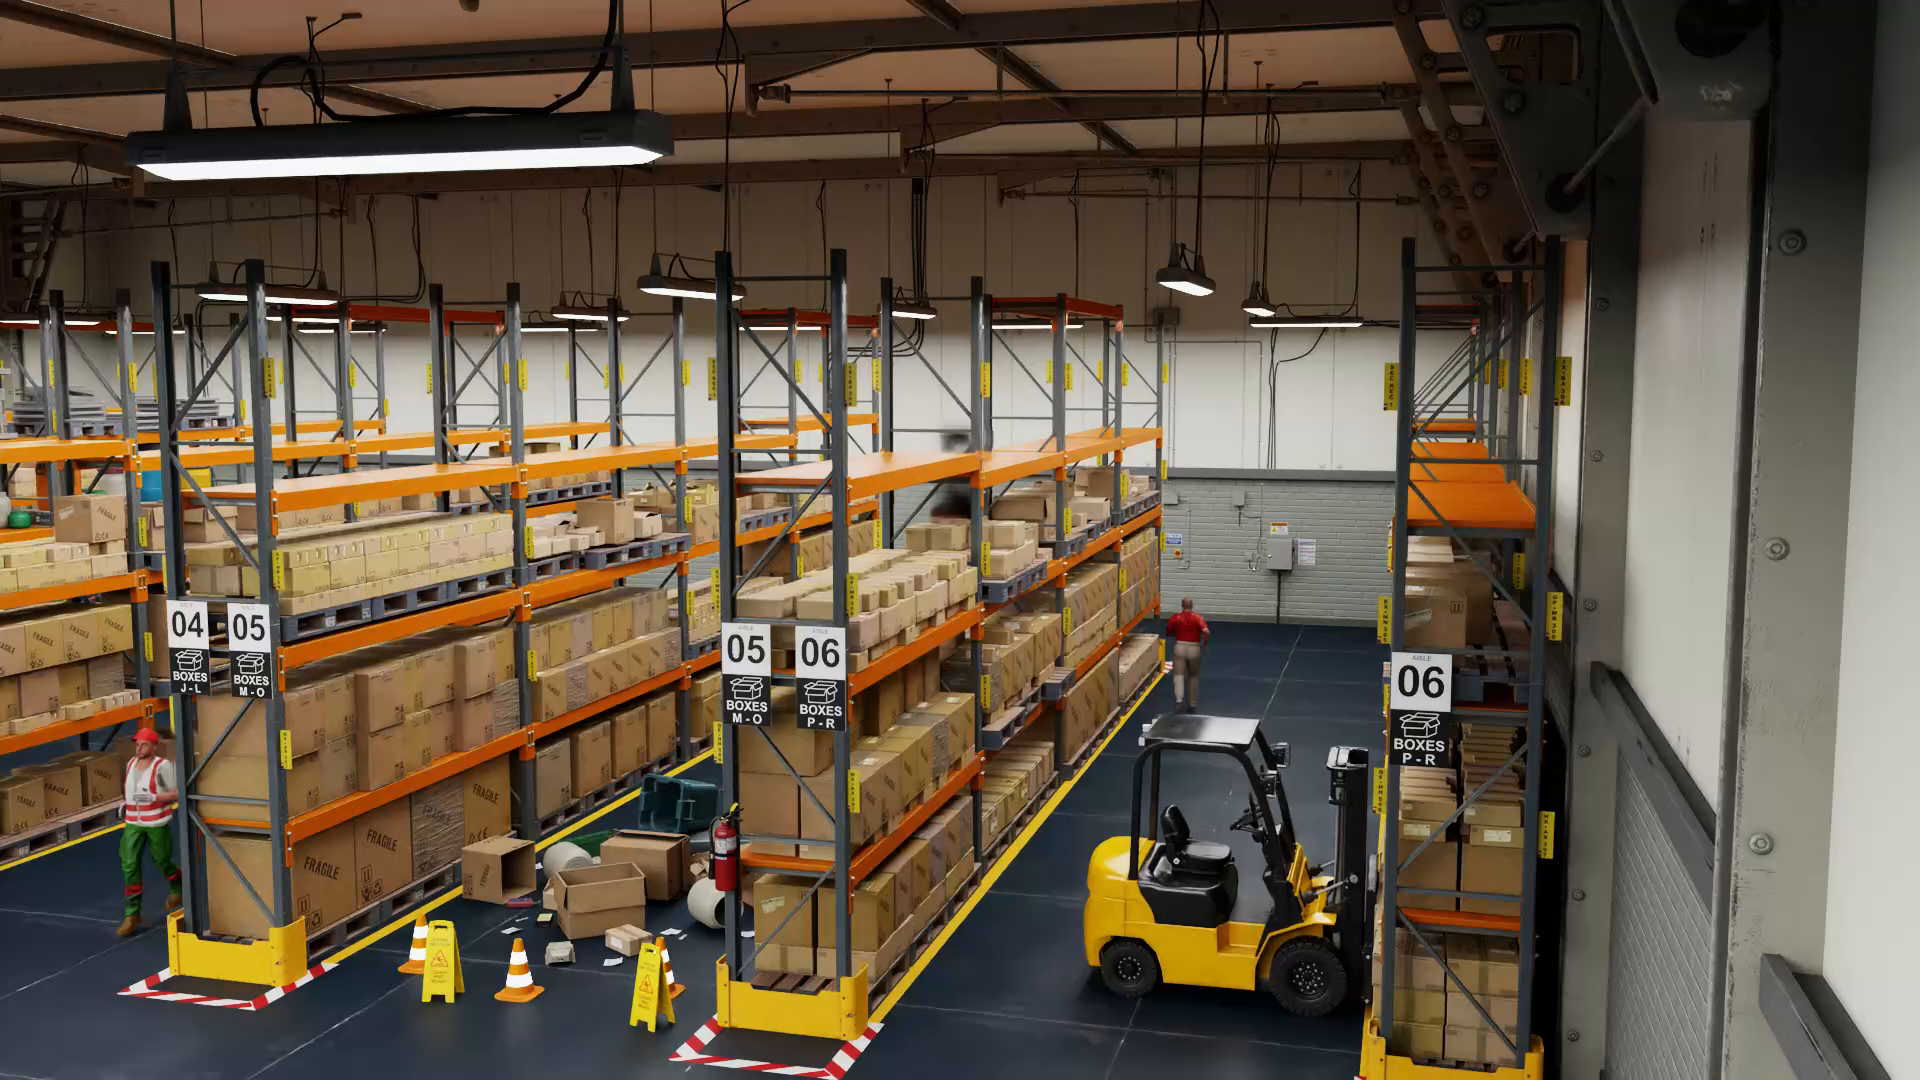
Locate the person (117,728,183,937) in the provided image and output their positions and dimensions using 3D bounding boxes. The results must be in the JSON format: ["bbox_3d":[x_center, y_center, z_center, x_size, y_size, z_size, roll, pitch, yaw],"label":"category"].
[{"bbox_3d":[-7.475,2.630,15.319,0.648,1.807,0.884,0,6,4],"label":"person"}]

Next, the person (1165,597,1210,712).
[{"bbox_3d":[3.362,1.686,24.617,0.662,1.716,0.968,1,6,9],"label":"person"}]
